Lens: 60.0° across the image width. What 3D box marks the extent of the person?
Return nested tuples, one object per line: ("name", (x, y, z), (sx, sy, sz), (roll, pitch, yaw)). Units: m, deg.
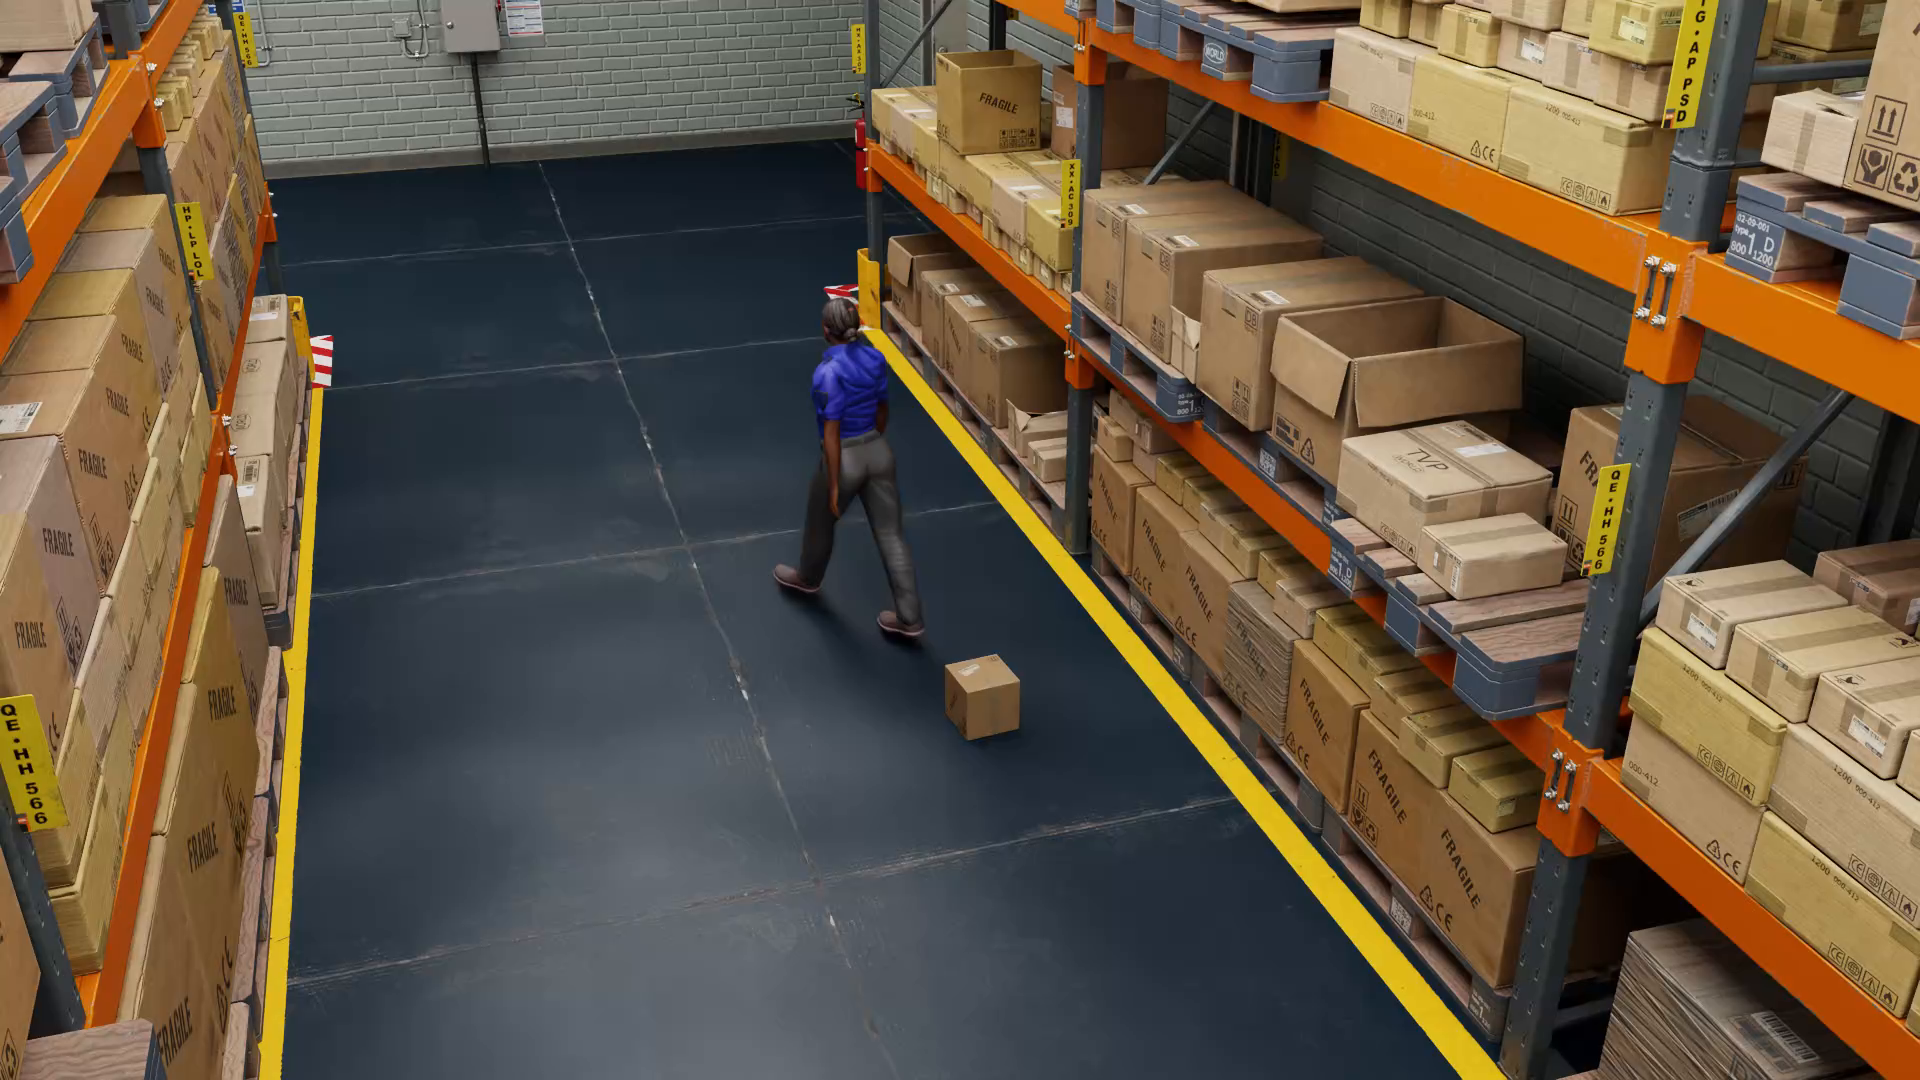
("person", (-0.521, -0.386, 7.886), (0.477, 1.580, 1.007), (-20, 33, -34))
